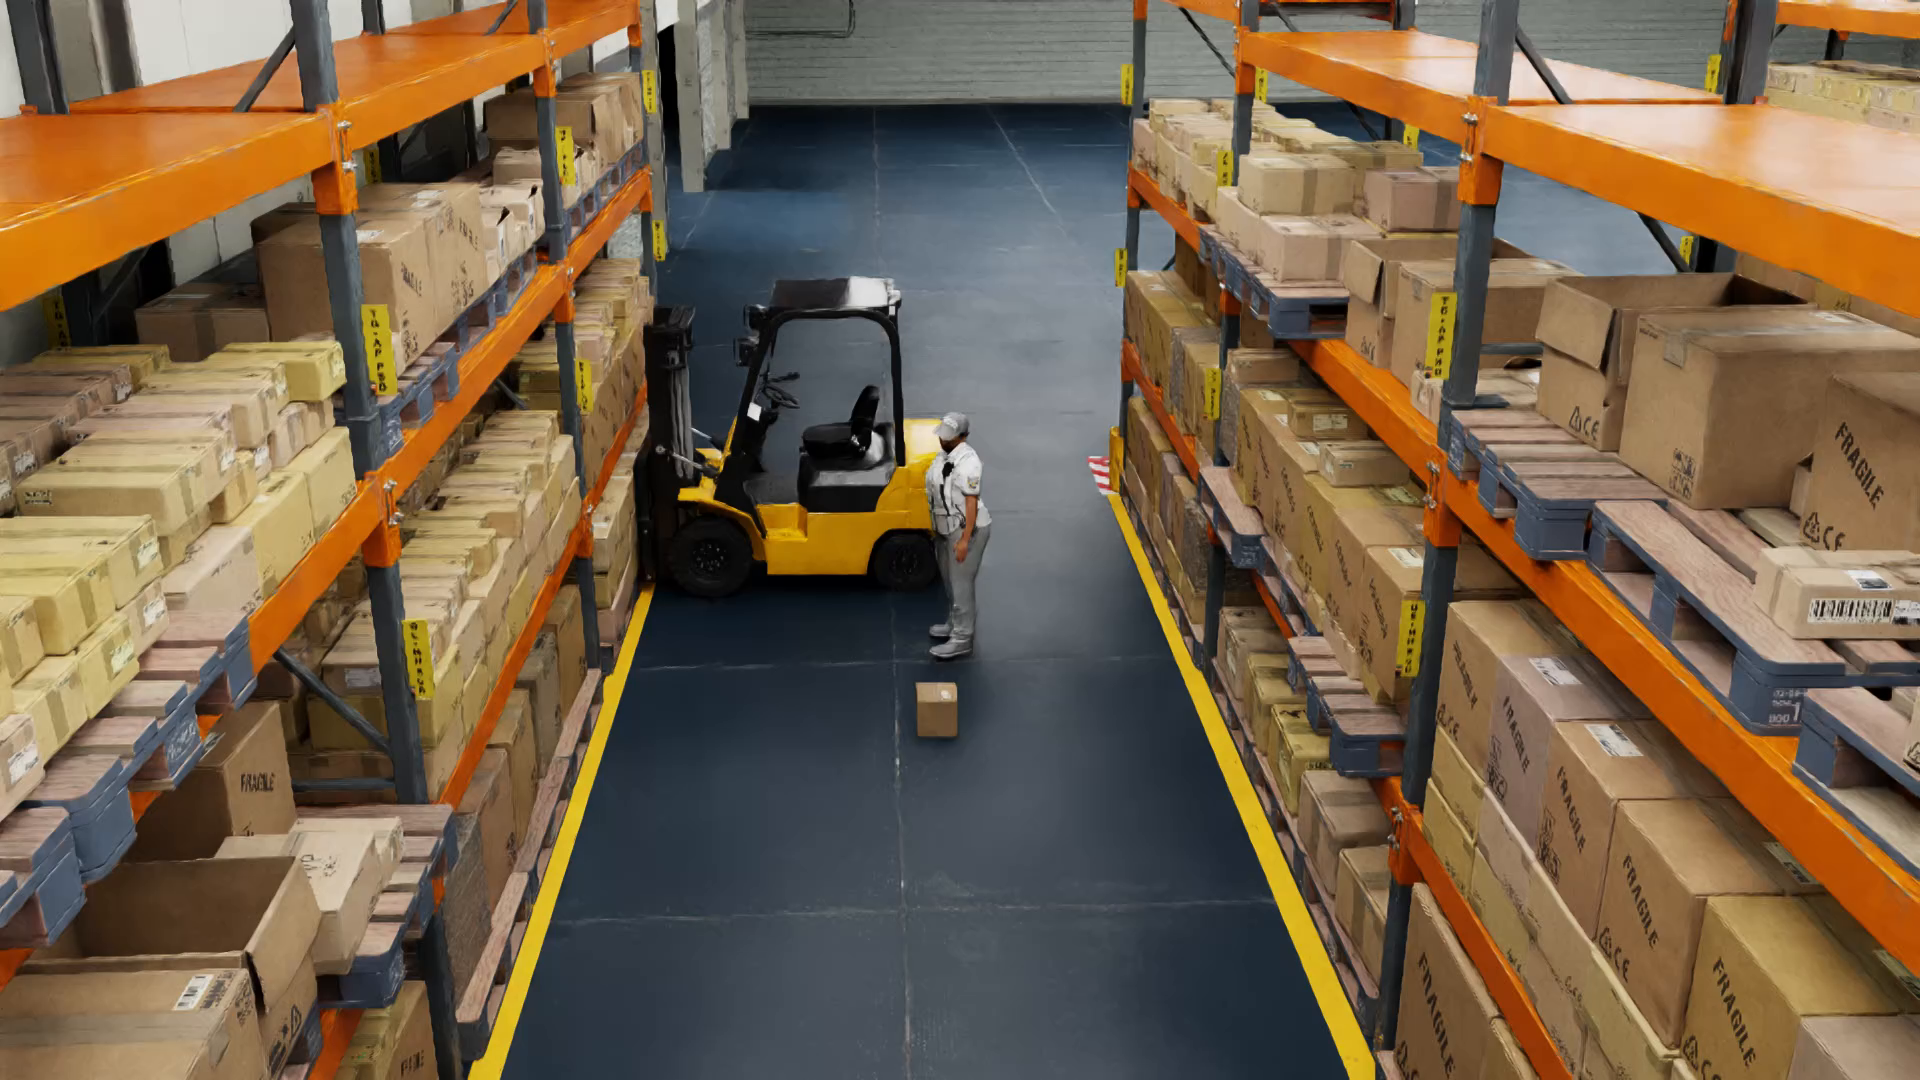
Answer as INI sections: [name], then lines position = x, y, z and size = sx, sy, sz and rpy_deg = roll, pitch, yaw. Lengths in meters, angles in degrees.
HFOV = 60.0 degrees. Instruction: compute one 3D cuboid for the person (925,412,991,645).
[person]
position = -0.017, -0.095, 11.149
size = 0.392, 1.591, 0.534
rpy_deg = -9, 23, -24
